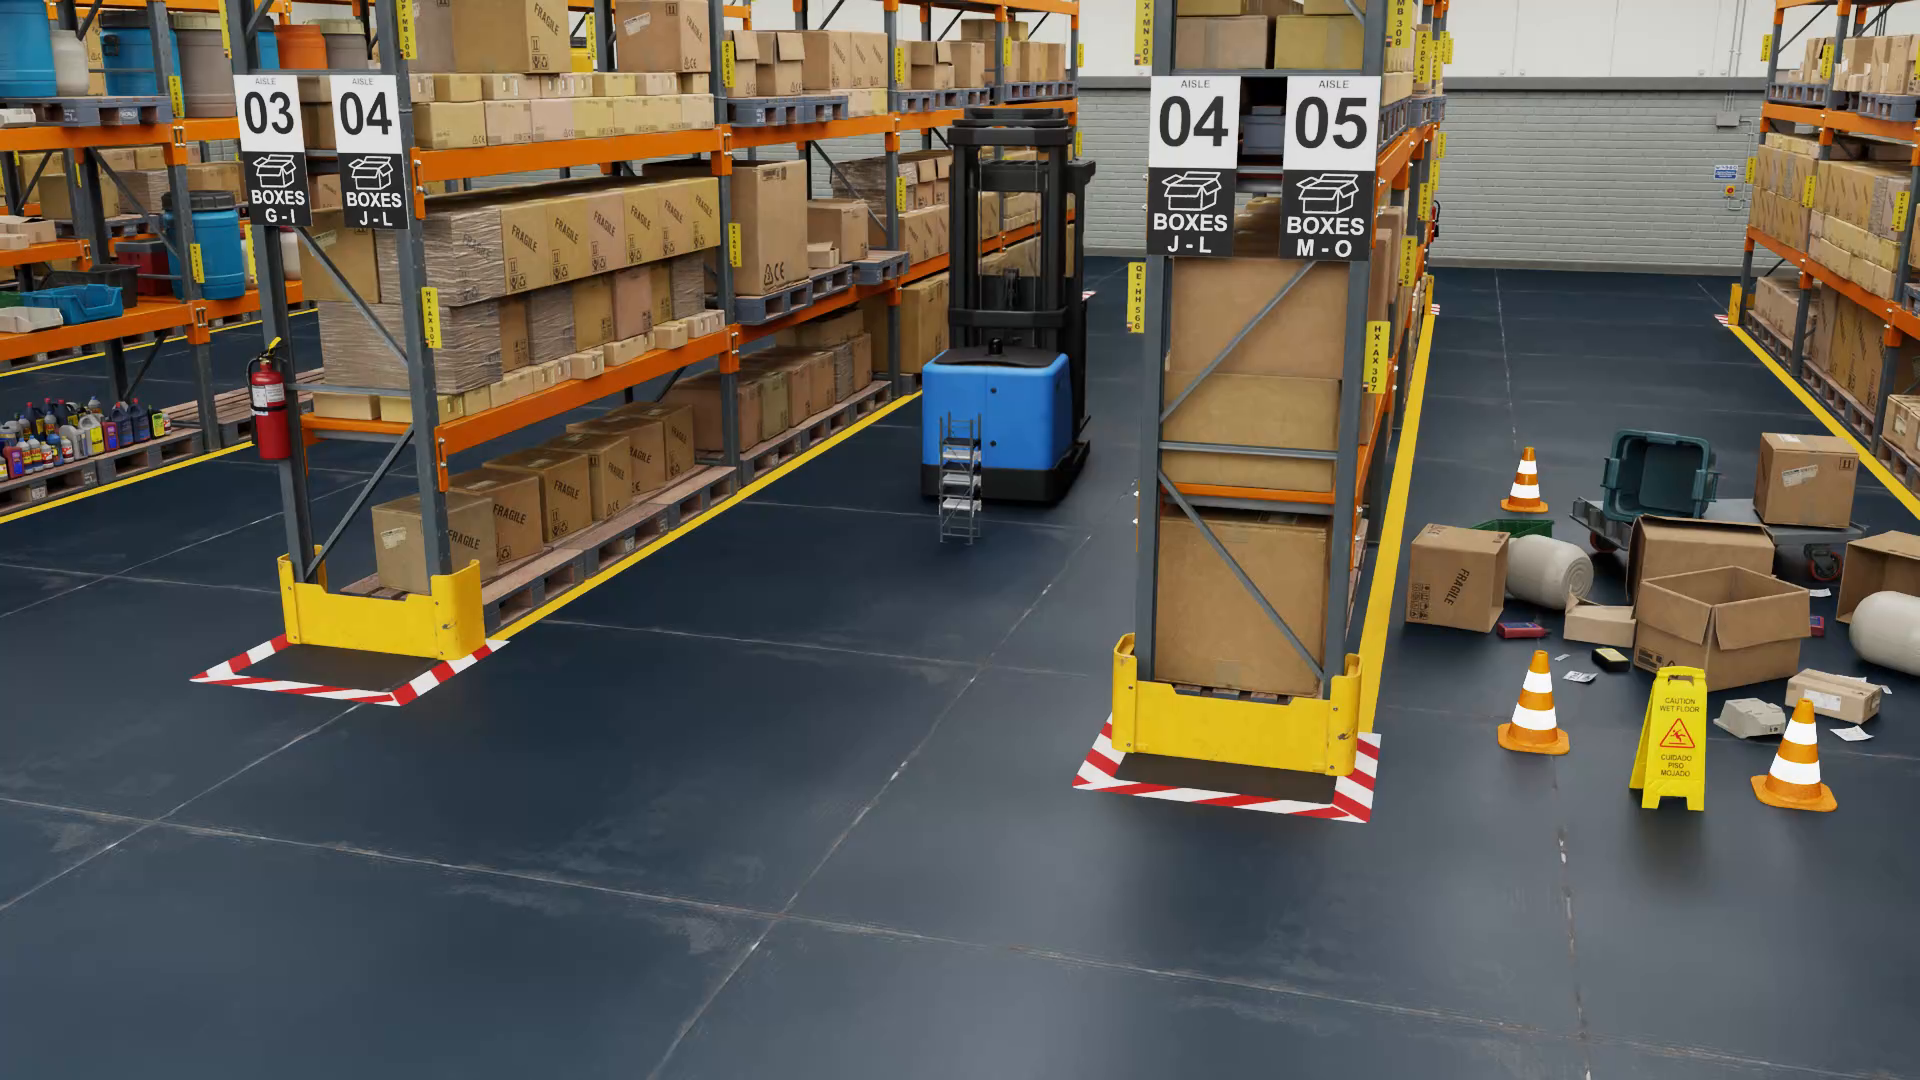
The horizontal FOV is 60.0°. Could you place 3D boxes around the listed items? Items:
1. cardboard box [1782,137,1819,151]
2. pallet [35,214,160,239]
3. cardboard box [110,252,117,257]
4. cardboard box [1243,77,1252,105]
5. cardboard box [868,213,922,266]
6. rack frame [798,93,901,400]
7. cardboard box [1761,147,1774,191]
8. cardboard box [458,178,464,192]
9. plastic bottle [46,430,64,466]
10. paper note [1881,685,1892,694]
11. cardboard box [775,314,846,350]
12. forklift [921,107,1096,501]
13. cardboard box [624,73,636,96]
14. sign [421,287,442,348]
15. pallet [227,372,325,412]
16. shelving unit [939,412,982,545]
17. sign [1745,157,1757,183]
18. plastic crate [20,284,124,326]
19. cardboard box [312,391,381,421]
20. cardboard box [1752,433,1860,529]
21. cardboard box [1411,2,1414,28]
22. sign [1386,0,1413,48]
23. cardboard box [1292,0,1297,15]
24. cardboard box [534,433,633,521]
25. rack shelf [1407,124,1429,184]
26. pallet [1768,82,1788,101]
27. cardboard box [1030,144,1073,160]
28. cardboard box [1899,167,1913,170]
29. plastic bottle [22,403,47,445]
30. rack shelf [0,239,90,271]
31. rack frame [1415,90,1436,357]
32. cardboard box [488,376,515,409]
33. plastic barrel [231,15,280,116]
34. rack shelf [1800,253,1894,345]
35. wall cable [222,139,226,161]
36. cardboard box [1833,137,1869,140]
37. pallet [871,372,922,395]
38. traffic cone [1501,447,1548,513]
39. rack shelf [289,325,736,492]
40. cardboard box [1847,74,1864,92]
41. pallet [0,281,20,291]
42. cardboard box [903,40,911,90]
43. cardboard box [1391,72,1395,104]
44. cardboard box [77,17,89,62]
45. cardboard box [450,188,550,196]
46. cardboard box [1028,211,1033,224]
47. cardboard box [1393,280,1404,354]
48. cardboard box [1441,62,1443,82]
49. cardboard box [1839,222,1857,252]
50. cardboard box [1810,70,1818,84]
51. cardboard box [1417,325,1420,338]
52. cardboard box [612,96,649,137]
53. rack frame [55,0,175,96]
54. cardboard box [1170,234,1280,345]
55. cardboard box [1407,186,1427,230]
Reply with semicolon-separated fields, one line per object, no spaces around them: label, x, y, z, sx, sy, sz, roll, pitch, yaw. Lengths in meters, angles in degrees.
cardboard box;9.824;-4.611;19.384;0.380;0.149;0.250;4;16;15
pallet;-10.475;-3.779;20.006;1.213;0.211;1.003;5;16;16
cardboard box;-13.610;-4.570;26.257;0.700;0.500;0.500;5;17;17
cardboard box;1.191;-2.167;7.981;0.380;0.149;0.250;5;17;16
cardboard box;-0.705;-3.073;16.984;0.500;0.500;0.500;5;17;18
rack frame;-1.104;-2.919;16.624;1.000;3.000;0.127;5;16;16
cardboard box;10.122;-4.534;20.300;0.500;0.500;0.500;4;16;14
cardboard box;-8.193;-5.691;26.214;0.500;0.500;0.500;5;17;18
plastic bottle;-7.128;-0.728;13.094;0.097;0.271;0.097;0;16;0
paper note;4.997;0.806;8.971;0.032;0.001;0.123;5;16;16
cardboard box;-1.406;-1.972;15.684;0.500;0.250;0.500;7;17;22
forklift;0.503;-2.063;13.732;1.130;2.935;3.031;3;16;11
cardboard box;-2.405;-3.057;11.156;0.380;0.149;0.250;5;17;18
sign;-2.857;-1.201;8.979;0.100;0.325;0.005;5;16;16
pallet;-6.458;-1.444;16.533;1.003;0.211;1.213;5;16;16
shelving unit;0.002;-0.435;11.714;0.258;0.900;0.210;5;16;16
sign;10.141;-4.743;21.322;0.100;0.325;0.005;5;16;16
plastic crate;-7.043;-1.875;13.214;0.499;0.251;0.616;5;16;16
cardboard box;-3.494;-0.796;9.598;0.380;0.149;0.250;5;16;16
cardboard box;5.546;-0.396;10.922;0.500;0.500;0.500;5;16;16
cardboard box;2.473;-3.100;9.811;0.380;0.149;0.250;5;17;17
sign;1.880;-2.272;7.099;0.100;0.325;0.005;5;16;16
cardboard box;1.769;-3.082;9.747;0.380;0.149;0.250;5;17;16
cardboard box;-2.649;-0.452;11.736;0.500;0.500;0.500;3;16;11
rack shelf;3.055;-3.082;13.019;1.077;0.370;4.000;5;16;16
pallet;10.470;-5.449;20.209;1.003;0.211;1.213;5;16;16
cardboard box;1.283;-5.296;23.359;0.500;0.500;0.500;5;17;17
cardboard box;9.345;-3.323;16.032;0.500;0.500;0.500;5;17;18
plastic bottle;-7.670;-0.966;13.785;0.144;0.351;0.185;4;16;14
rack shelf;-11.169;-2.819;17.589;1.077;0.370;4.000;5;16;16
rack frame;4.760;-3.555;18.864;1.000;3.000;0.127;5;16;16
cardboard box;-2.893;-0.889;9.929;0.380;0.149;0.250;5;16;16
plastic barrel;-6.681;-4.433;15.546;0.600;0.901;0.708;5;16;16
rack shelf;8.966;-2.328;15.857;1.077;0.370;4.000;5;16;16
wall cable;-13.621;-7.062;29.367;0.084;1.984;1.851;5;16;16
cardboard box;10.451;-4.637;19.477;0.380;0.149;0.250;5;17;17
pallet;-0.807;-1.778;17.711;1.003;0.211;1.213;5;16;16
traffic cone;4.315;-0.475;12.655;0.336;0.463;0.334;5;16;16
rack shelf;-2.809;-1.003;11.188;1.077;0.370;4.000;5;16;16
cardboard box;8.839;-4.426;16.098;0.380;0.166;0.250;3;16;12
pallet;-14.361;-3.569;24.024;1.003;0.211;1.213;5;16;16
cardboard box;-0.838;-5.010;17.546;0.500;0.500;0.500;6;17;19
cardboard box;1.898;-2.184;8.044;0.380;0.149;0.250;5;16;16
cardboard box;-10.471;-5.774;19.177;0.500;0.500;0.500;5;16;16
cardboard box;-3.027;-2.053;11.011;0.500;0.500;0.500;5;16;16
cardboard box;0.730;-4.170;21.494;0.380;0.149;0.250;4;16;15
cardboard box;2.894;-1.626;11.883;0.500;0.500;0.500;5;17;16
cardboard box;5.865;-5.938;21.130;0.500;0.250;0.500;4;16;14
cardboard box;8.707;-2.871;15.814;0.500;0.250;0.500;4;16;14
cardboard box;9.484;-5.031;18.079;0.380;0.149;0.250;5;17;17
cardboard box;5.171;-2.455;19.444;0.380;0.149;0.250;4;16;13
cardboard box;-2.418;-2.834;11.103;0.500;0.250;0.500;5;16;15
rack frame;-6.989;-5.143;13.470;1.000;3.000;0.127;5;16;16
cardboard box;1.560;-1.252;8.492;0.875;0.550;0.550;5;16;16
cardboard box;5.142;-3.856;19.198;0.500;0.500;0.500;4;16;15
